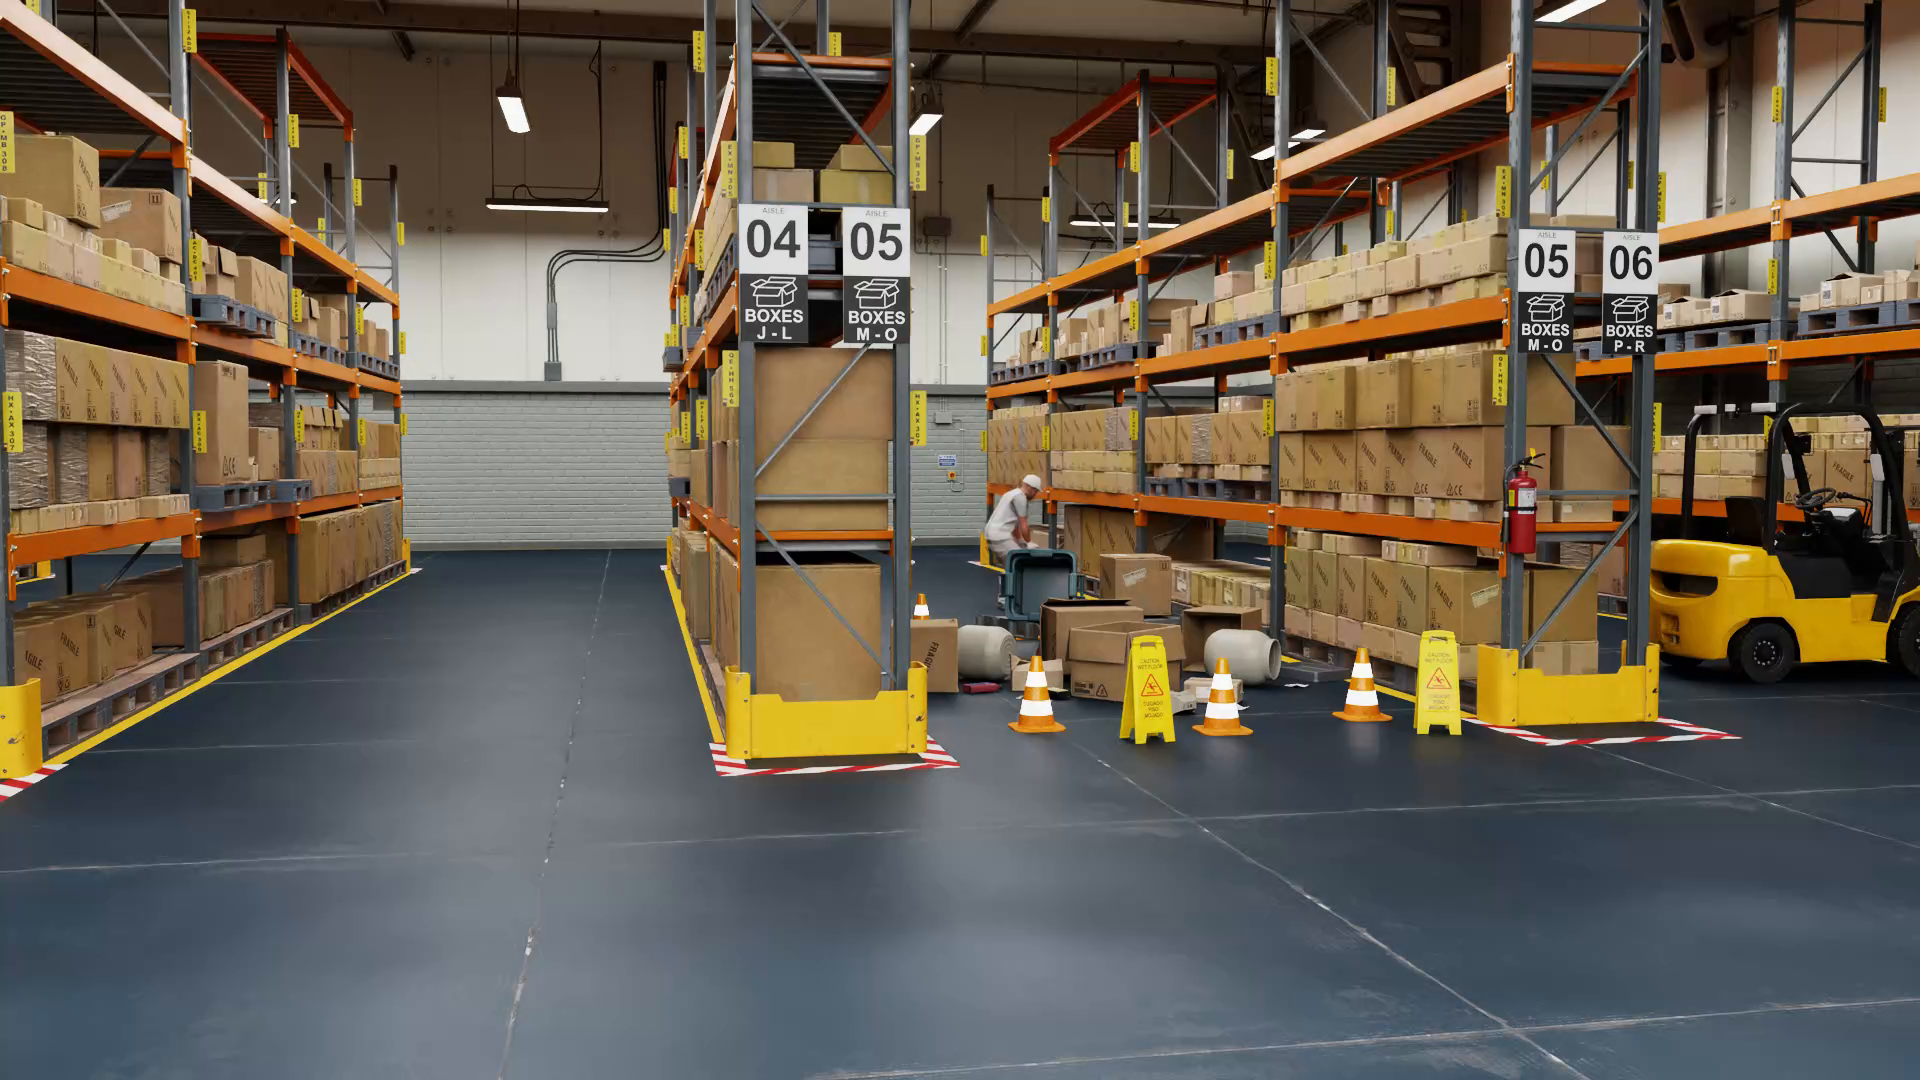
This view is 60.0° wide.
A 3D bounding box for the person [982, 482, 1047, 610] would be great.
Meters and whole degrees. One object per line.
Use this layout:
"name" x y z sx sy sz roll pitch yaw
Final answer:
"person" 0.627 0.062 18.965 0.749 1.443 0.583 -1 3 -11
